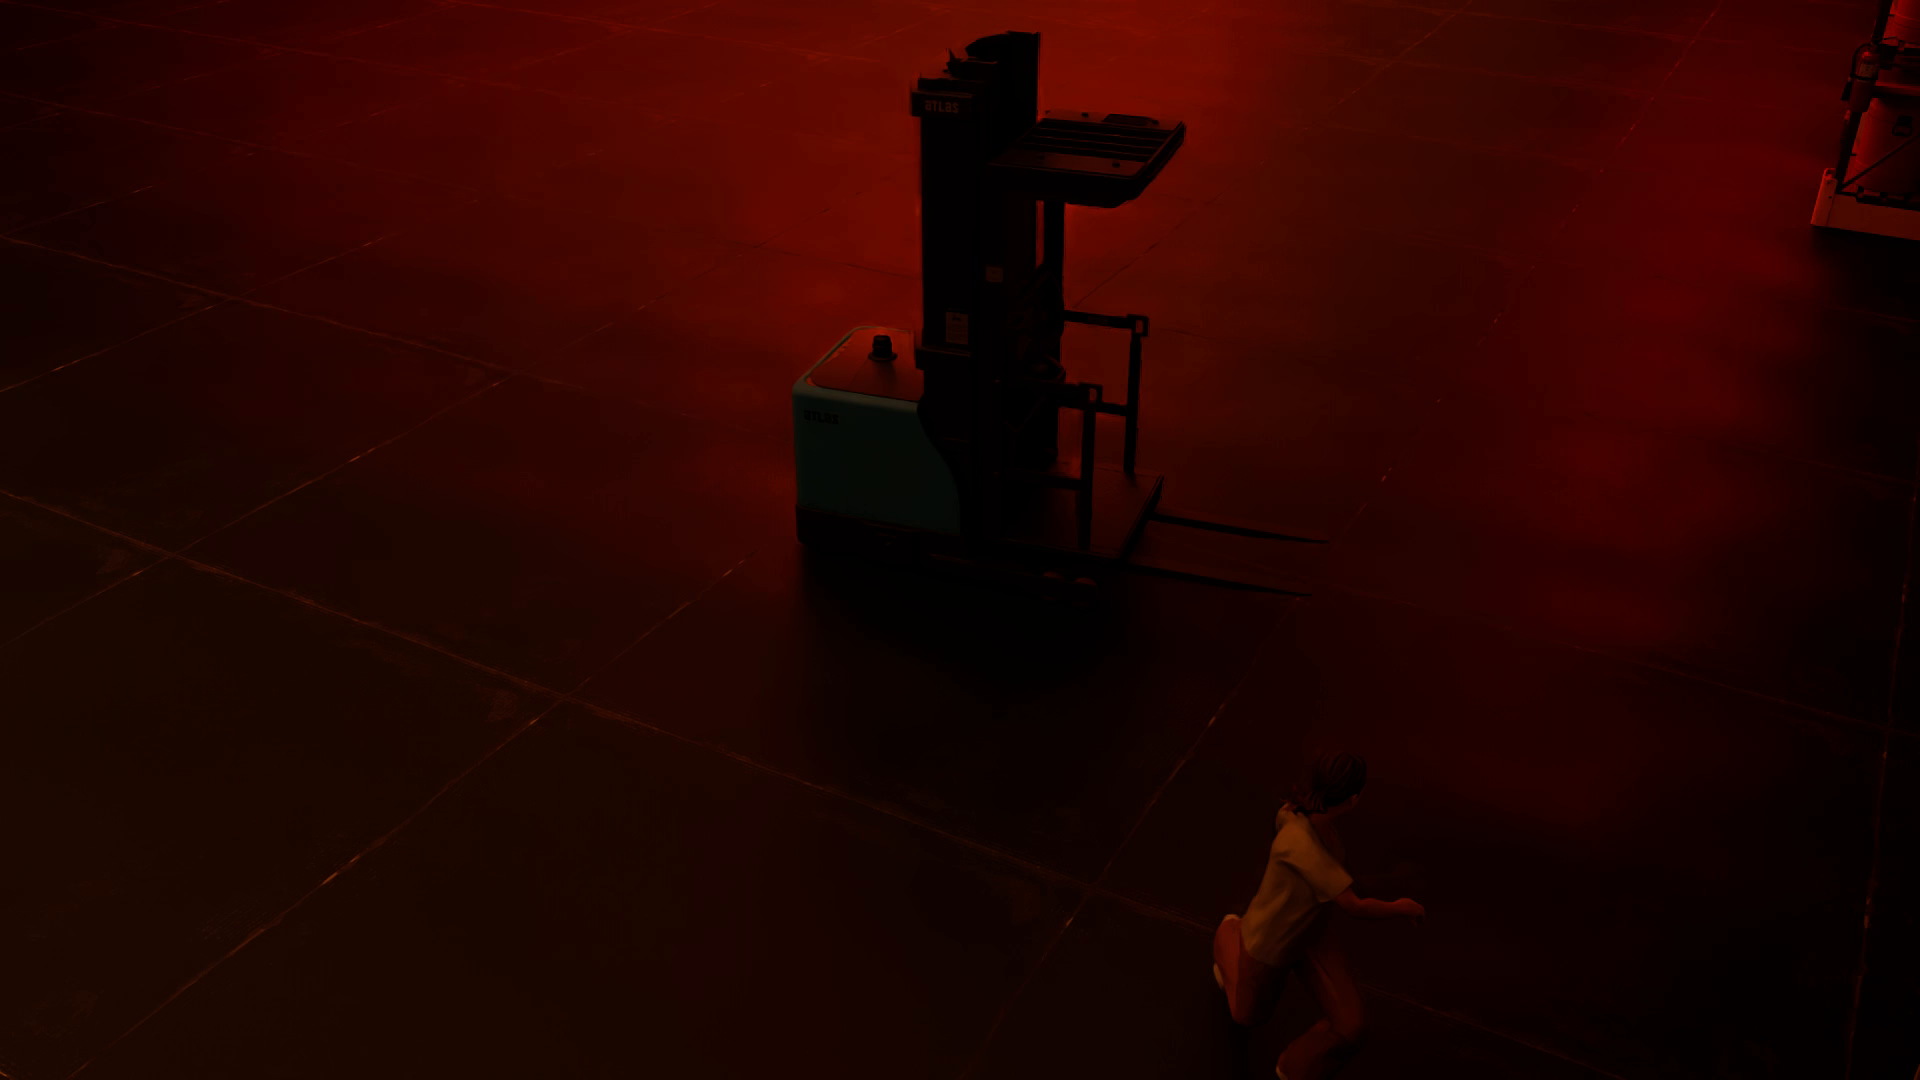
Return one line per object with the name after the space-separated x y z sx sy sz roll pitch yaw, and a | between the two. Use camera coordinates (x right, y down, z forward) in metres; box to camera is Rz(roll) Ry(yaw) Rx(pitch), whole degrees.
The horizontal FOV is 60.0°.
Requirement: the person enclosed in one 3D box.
1.273 1.377 6.233 0.574 1.445 0.892 -19 35 -29 | person

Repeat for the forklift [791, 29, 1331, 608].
0.600 -1.190 9.133 3.031 2.935 1.130 10 31 17 | forklift
